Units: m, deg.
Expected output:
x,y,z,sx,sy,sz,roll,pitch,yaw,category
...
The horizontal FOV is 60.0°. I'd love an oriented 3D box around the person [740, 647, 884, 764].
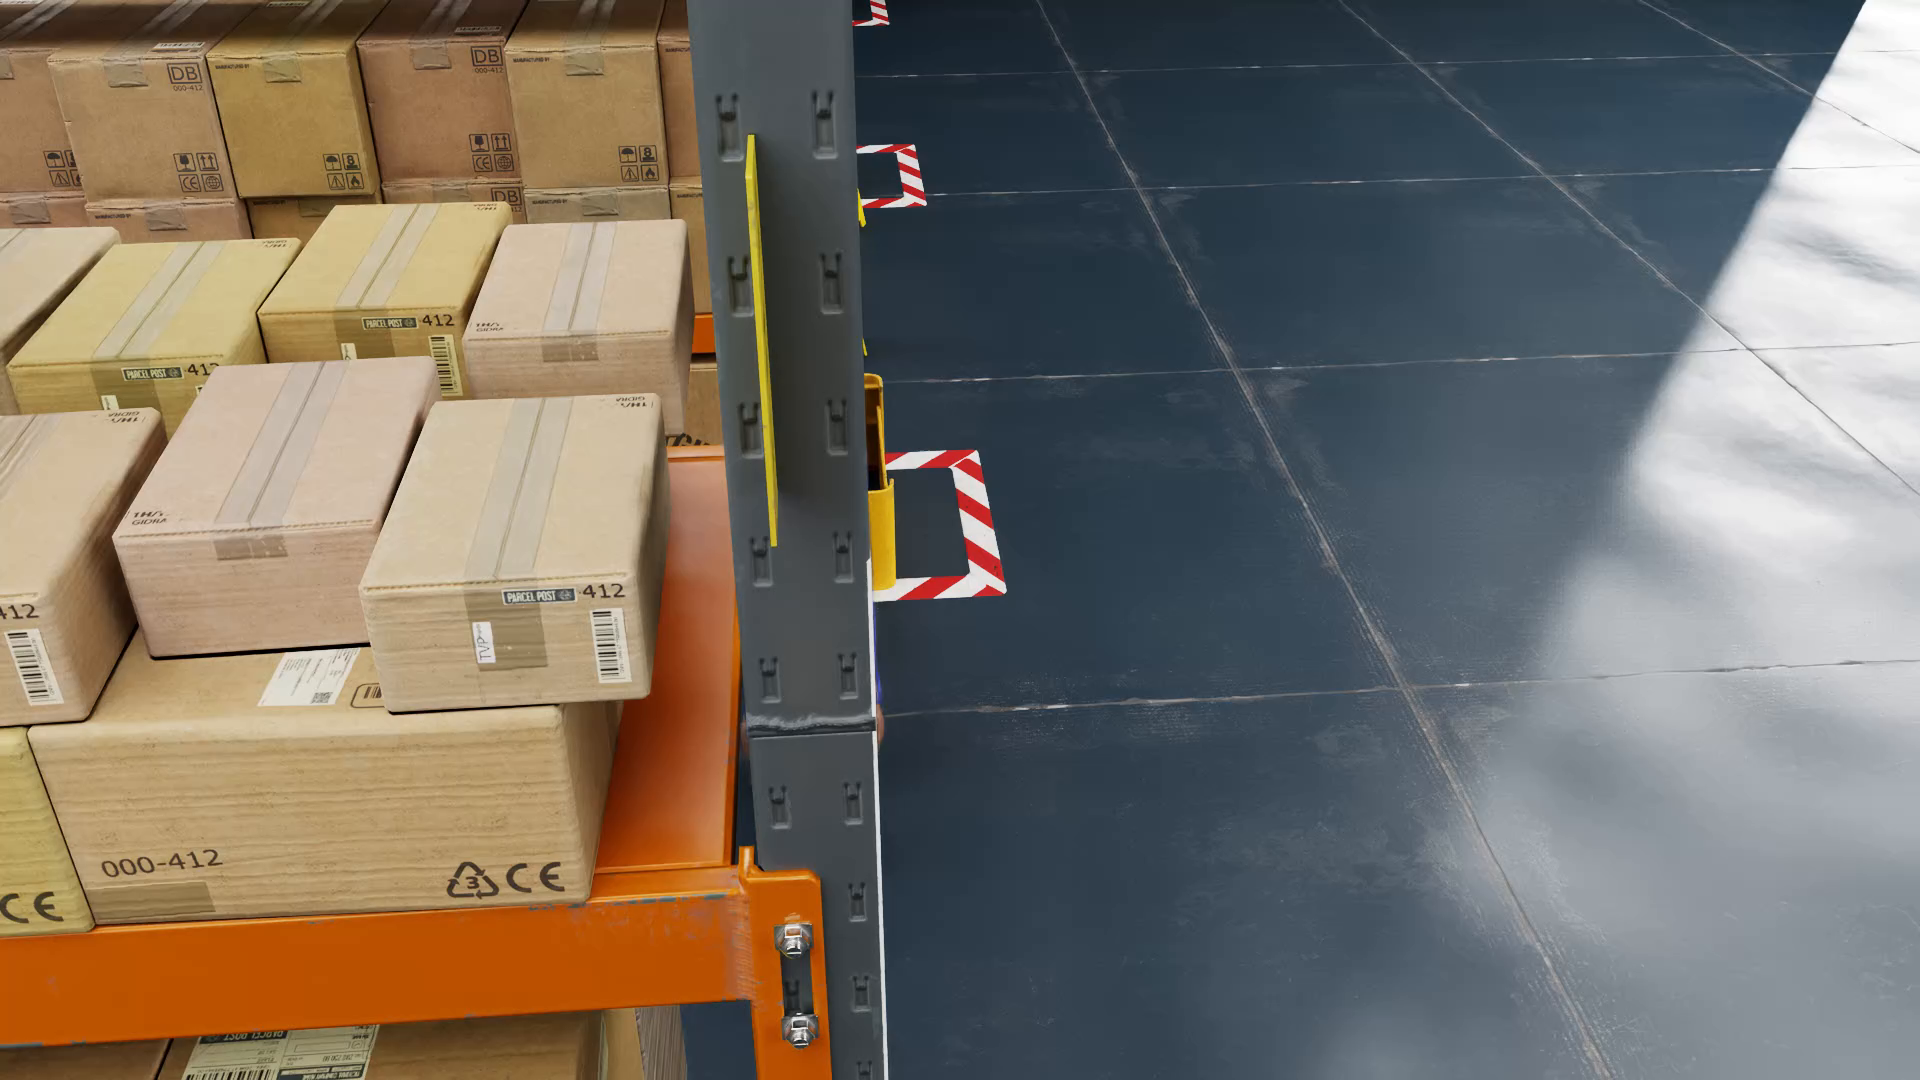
x,y,z,sx,sy,sz,roll,pitch,yaw,category
-0.534,0.566,5.932,0.507,0.919,0.822,-3,31,-4,person
